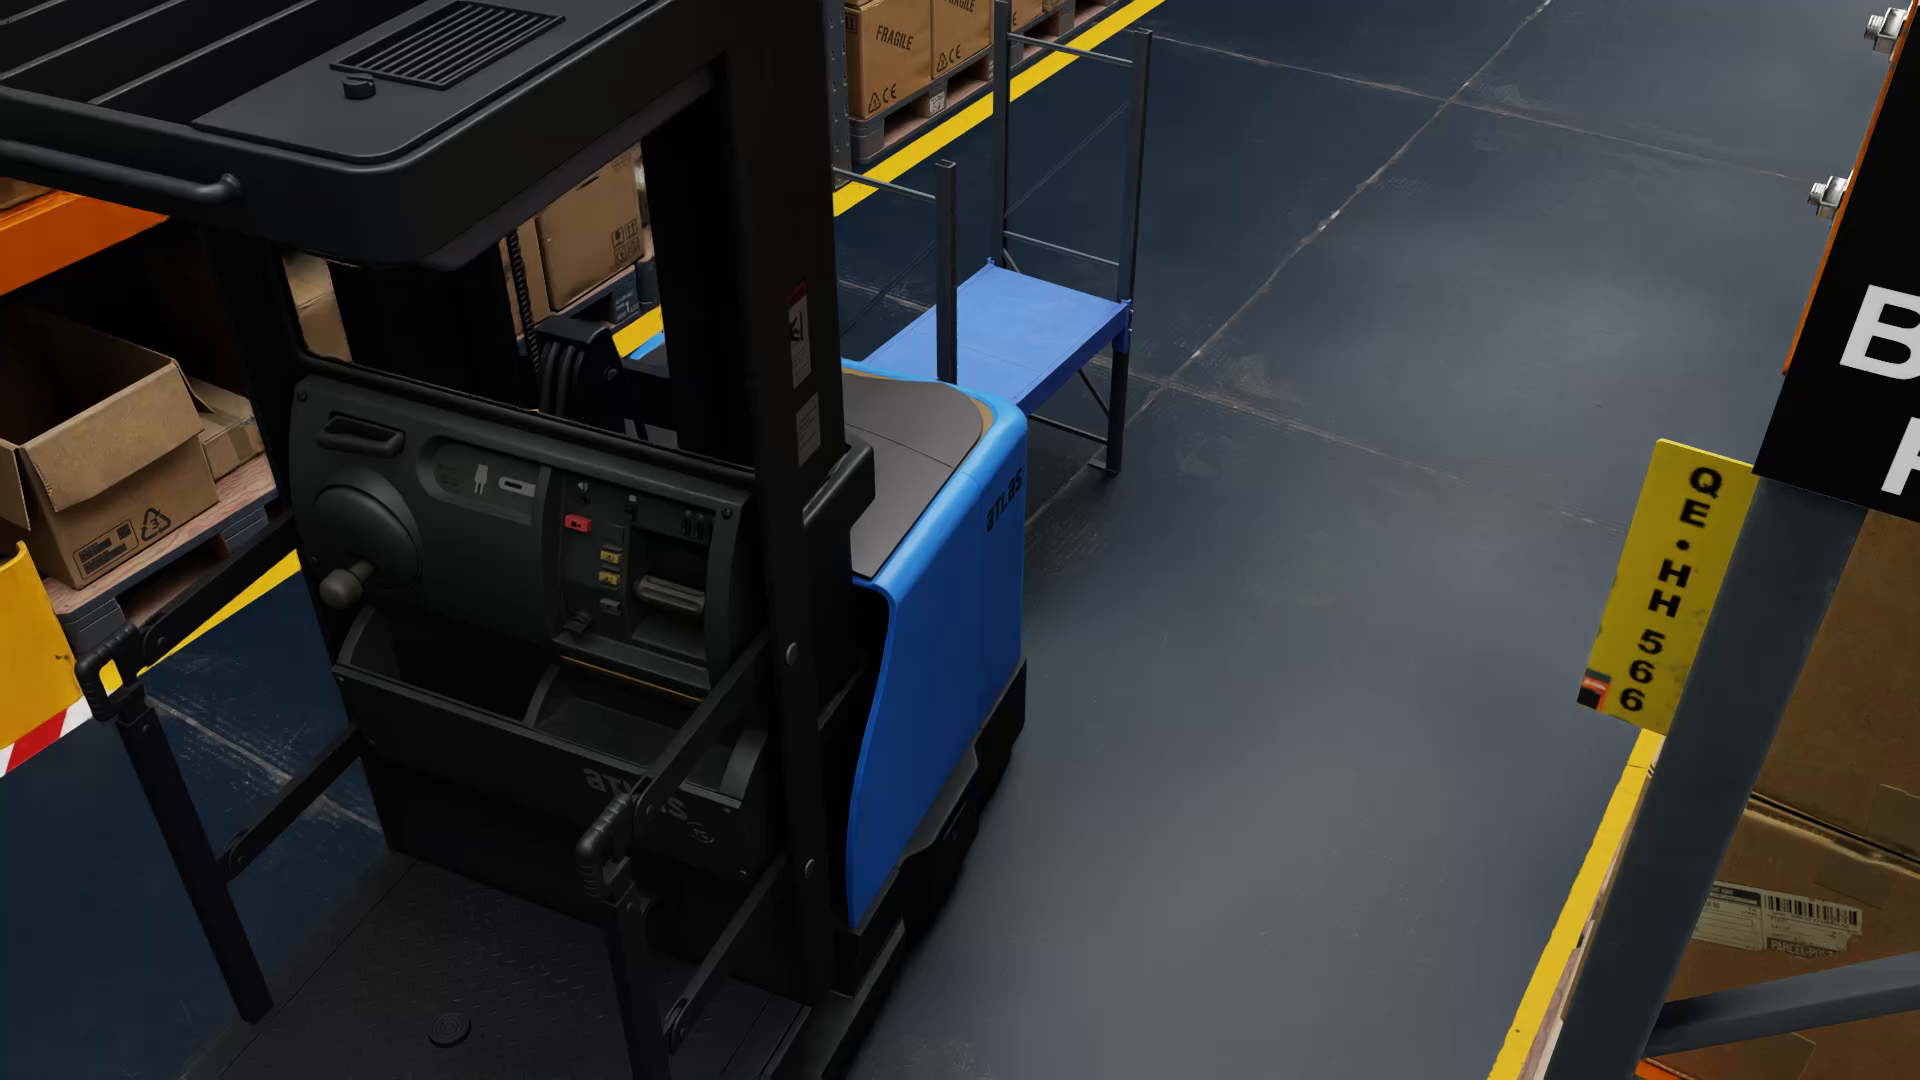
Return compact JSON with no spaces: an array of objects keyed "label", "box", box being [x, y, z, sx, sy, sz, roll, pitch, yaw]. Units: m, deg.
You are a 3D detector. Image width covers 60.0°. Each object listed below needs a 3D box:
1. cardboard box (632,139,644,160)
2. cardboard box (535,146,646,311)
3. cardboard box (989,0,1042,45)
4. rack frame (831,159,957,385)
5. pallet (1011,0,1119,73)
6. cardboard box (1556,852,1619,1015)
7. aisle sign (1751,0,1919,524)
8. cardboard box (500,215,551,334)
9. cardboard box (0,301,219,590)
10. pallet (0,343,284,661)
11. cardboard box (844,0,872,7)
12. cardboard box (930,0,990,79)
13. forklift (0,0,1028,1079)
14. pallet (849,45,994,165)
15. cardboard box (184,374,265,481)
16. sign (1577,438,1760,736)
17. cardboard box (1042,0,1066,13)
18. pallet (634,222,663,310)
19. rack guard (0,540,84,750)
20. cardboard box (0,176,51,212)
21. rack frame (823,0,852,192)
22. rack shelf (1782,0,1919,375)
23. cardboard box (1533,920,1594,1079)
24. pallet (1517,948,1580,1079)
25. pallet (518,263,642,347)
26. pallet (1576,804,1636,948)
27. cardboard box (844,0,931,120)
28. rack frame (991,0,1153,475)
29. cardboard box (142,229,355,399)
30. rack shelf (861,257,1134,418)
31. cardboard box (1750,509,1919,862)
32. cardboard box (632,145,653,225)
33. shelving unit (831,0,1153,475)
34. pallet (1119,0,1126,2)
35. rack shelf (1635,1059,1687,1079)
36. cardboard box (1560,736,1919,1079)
[{"label":"cardboard box","box":[-1.480,-1.732,6.898,0.500,0.311,0.500,23,43,27]},{"label":"cardboard box","box":[-1.614,-1.255,6.125,0.700,0.500,0.500,20,42,23]},{"label":"cardboard box","box":[0.071,-2.779,8.102,0.500,0.500,0.500,20,42,24]},{"label":"rack frame","box":[-0.227,-0.376,4.509,0.500,1.500,0.032,21,42,25]},{"label":"pallet","box":[0.131,-2.852,8.777,1.003,0.211,1.213,21,42,25]},{"label":"cardboard box","box":[1.876,0.791,3.521,0.875,0.438,0.875,22,43,26]},{"label":"aisle sign","box":[0.824,-0.304,1.058,0.394,0.787,0.004,21,42,25]},{"label":"cardboard box","box":[-1.803,-0.960,5.742,0.500,0.500,0.500,22,43,26]},{"label":"cardboard box","box":[-2.661,-0.293,4.874,0.797,0.503,0.637,19,42,23]},{"label":"pallet","box":[-2.602,-0.177,5.307,1.003,0.211,1.213,21,42,25]},{"label":"cardboard box","box":[-0.509,-2.425,7.110,0.380,0.149,0.250,23,43,27]},{"label":"cardboard box","box":[-0.200,-2.523,7.770,0.500,0.500,0.500,21,42,25]},{"label":"forklift","box":[-0.879,0.064,2.766,1.130,2.935,3.031,15,40,19]},{"label":"pallet","box":[-0.522,-2.221,7.958,1.003,0.211,1.213,21,42,25]},{"label":"cardboard box","box":[-2.401,-0.359,5.250,0.380,0.149,0.250,19,42,23]},{"label":"sign","box":[0.673,0.053,1.582,0.100,0.325,0.005,21,42,25]},{"label":"cardboard box","box":[0.354,-3.045,8.446,0.500,0.500,0.500,20,42,24]},{"label":"pallet","box":[-1.295,-1.435,6.939,1.003,0.211,1.213,21,42,25]},{"label":"rack guard","box":[-3.028,0.119,4.686,1.175,0.500,0.348,21,42,25]},{"label":"cardboard box","box":[-2.564,-0.958,4.241,0.380,0.149,0.250,22,43,26]},{"label":"rack frame","box":[-0.926,-2.893,6.547,1.000,3.000,0.127,21,42,25]},{"label":"rack shelf","box":[2.196,-1.144,2.409,1.077,0.370,4.000,21,42,25]},{"label":"cardboard box","box":[1.393,1.266,2.906,0.875,0.438,0.875,20,42,24]},{"label":"pallet","box":[1.486,1.457,3.187,1.003,0.211,1.213,21,42,25]},{"label":"pallet","box":[-1.948,-0.804,6.120,1.003,0.211,1.213,21,42,25]},{"label":"pallet","box":[2.141,0.830,4.000,1.003,0.211,1.213,21,42,25]},{"label":"cardboard box","box":[-0.477,-2.246,7.410,0.500,0.500,0.500,23,43,27]},{"label":"rack frame","box":[0.318,-0.900,5.189,0.500,1.500,0.032,21,42,25]},{"label":"cardboard box","box":[-2.171,-0.720,5.431,0.700,0.500,0.500,23,43,27]},{"label":"rack shelf","box":[0.046,-0.496,4.959,0.538,0.185,1.000,21,42,25]},{"label":"cardboard box","box":[1.181,0.028,1.856,0.500,0.500,0.500,23,43,27]},{"label":"cardboard box","box":[-1.168,-1.410,6.517,0.396,0.266,0.258,23,43,27]},{"label":"shelving unit","box":[0.046,-0.638,4.849,0.538,1.500,1.048,21,42,25]},{"label":"pallet","box":[0.785,-3.479,9.590,1.003,0.211,1.213,21,42,25]},{"label":"rack shelf","box":[2.196,0.044,3.325,1.077,0.370,4.000,21,42,25]},{"label":"cardboard box","box":[1.159,0.415,2.172,0.500,0.500,0.500,21,42,25]}]
